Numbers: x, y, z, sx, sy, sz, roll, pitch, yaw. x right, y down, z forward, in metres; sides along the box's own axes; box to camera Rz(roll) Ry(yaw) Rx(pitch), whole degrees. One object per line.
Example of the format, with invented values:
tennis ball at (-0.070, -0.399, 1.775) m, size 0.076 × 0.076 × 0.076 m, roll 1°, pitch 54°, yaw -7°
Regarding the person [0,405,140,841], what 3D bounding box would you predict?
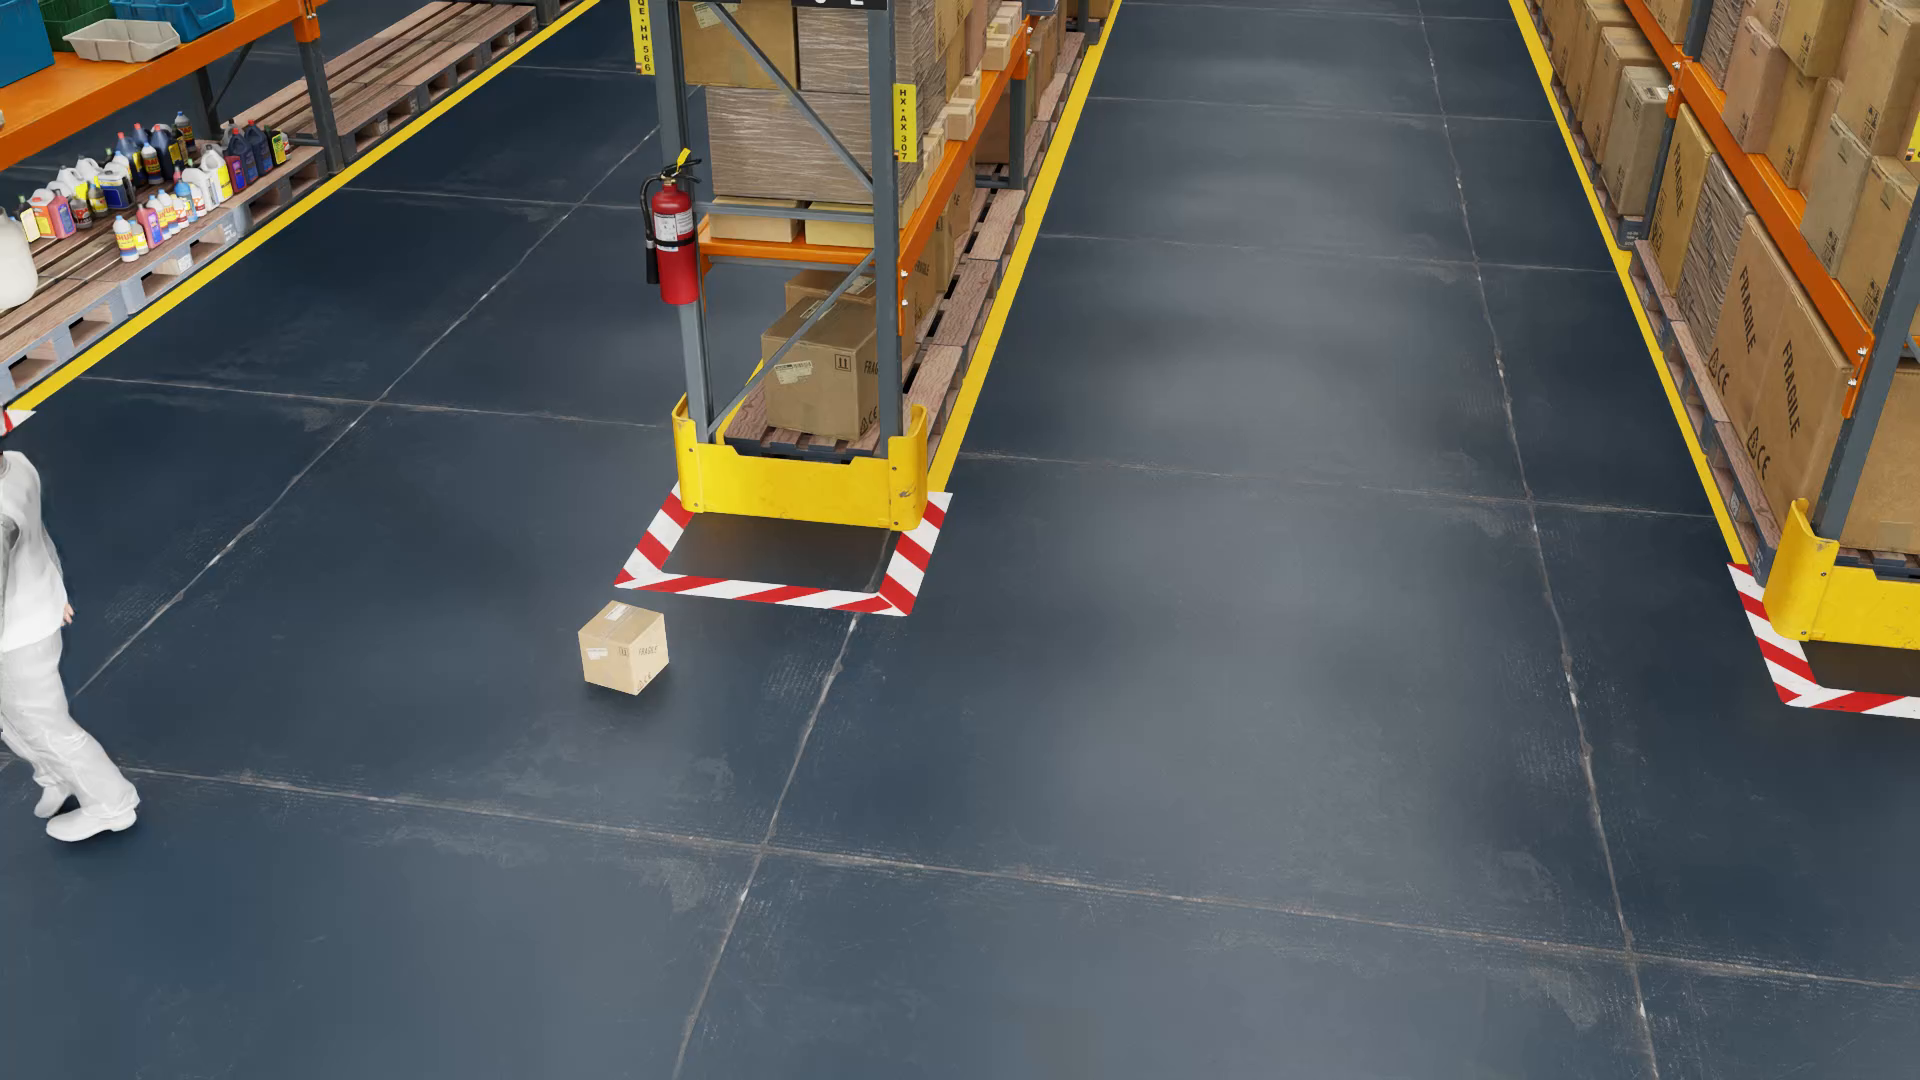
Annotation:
person at (-3.249, 0.310, 5.618) m, size 0.512 × 1.806 × 0.566 m, roll -10°, pitch 33°, yaw -15°
